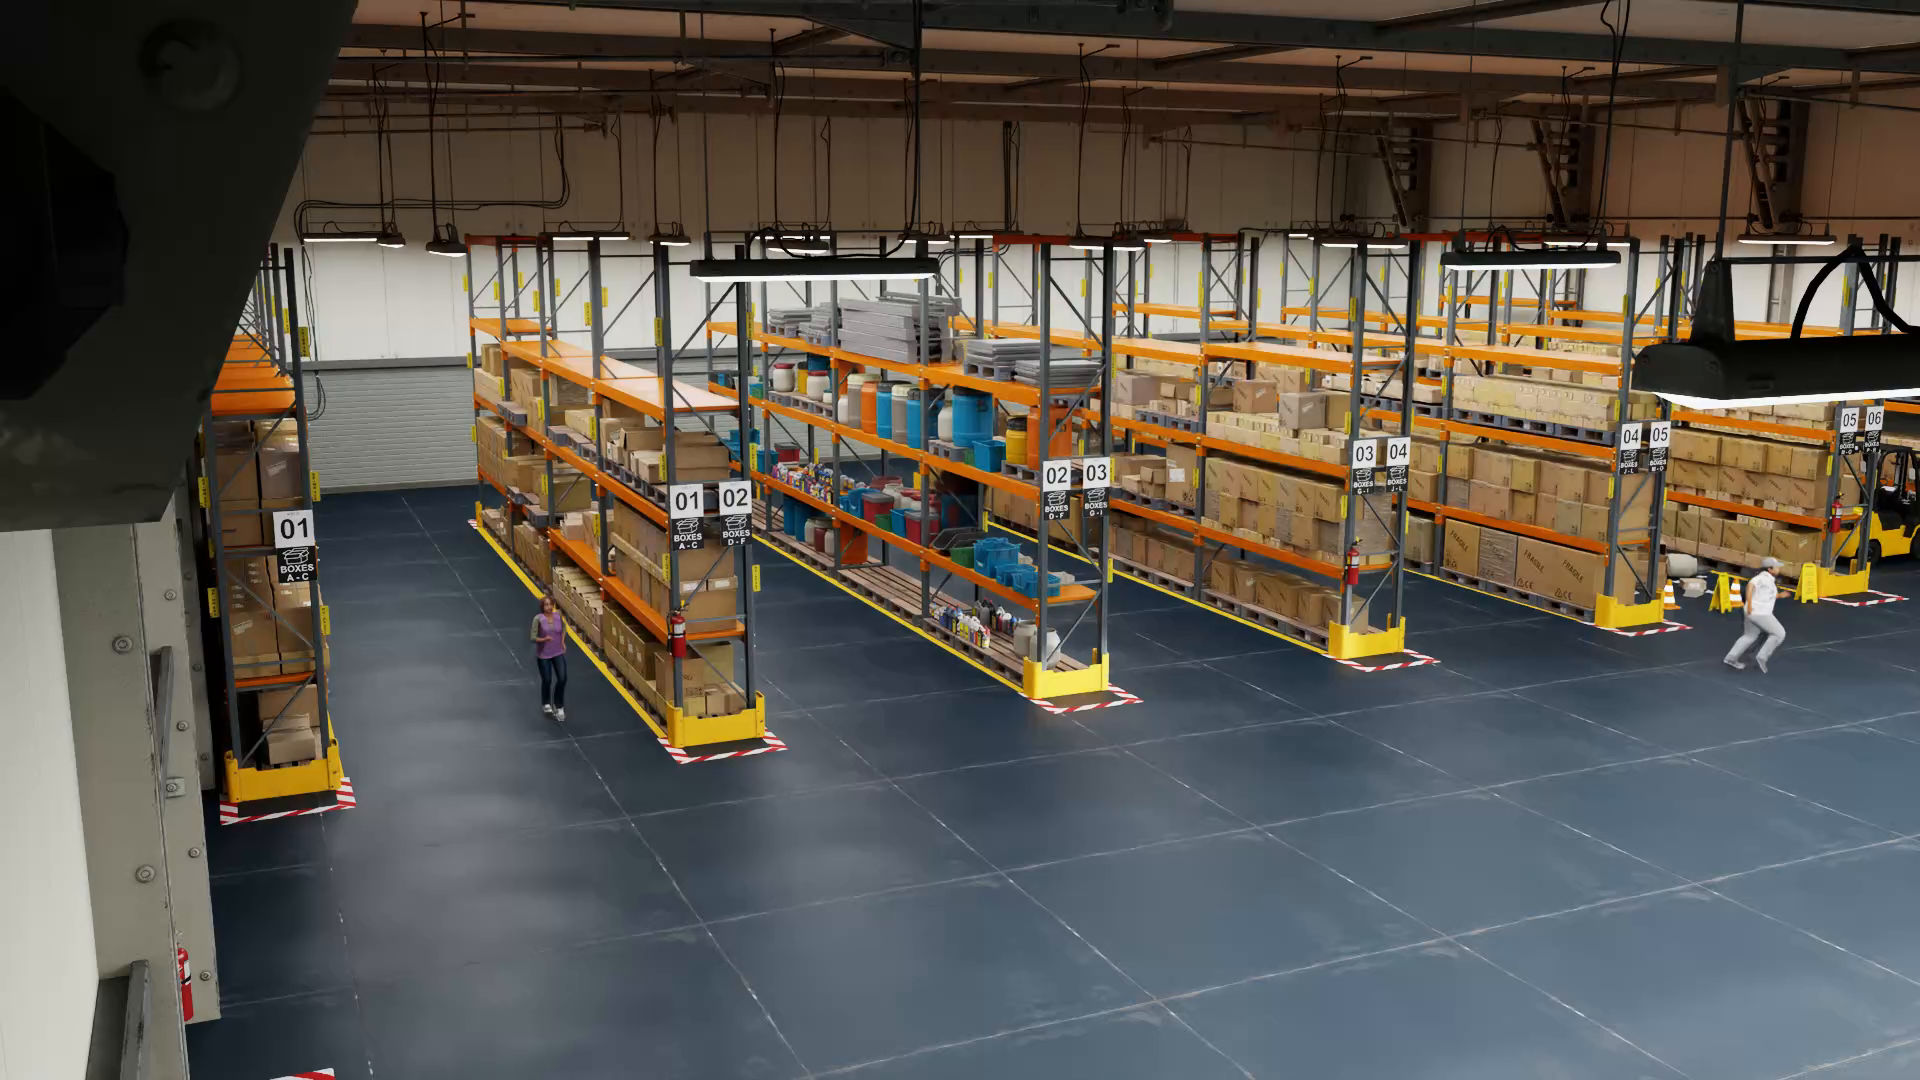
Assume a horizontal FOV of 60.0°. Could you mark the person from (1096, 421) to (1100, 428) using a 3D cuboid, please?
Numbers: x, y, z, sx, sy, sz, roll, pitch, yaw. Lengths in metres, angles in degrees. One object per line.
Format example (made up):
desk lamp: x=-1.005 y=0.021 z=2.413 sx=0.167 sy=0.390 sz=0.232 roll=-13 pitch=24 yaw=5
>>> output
person: x=3.501 y=-2.535 z=41.790 sx=0.801 sy=1.713 sz=0.785 roll=0 pitch=11 yaw=1

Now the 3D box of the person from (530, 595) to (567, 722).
person: x=-5.206 y=1.506 z=21.179 sx=0.514 sy=1.631 sz=0.653 roll=-6 pitch=12 yaw=-27

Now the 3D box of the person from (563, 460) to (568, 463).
person: x=-8.492 y=-1.397 z=35.978 sx=0.908 sy=1.641 sz=0.603 roll=0 pitch=11 yaw=2

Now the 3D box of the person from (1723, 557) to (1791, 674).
person: x=11.215 y=1.060 z=23.356 sx=0.796 sy=1.653 sz=0.630 roll=4 pitch=12 yaw=20
